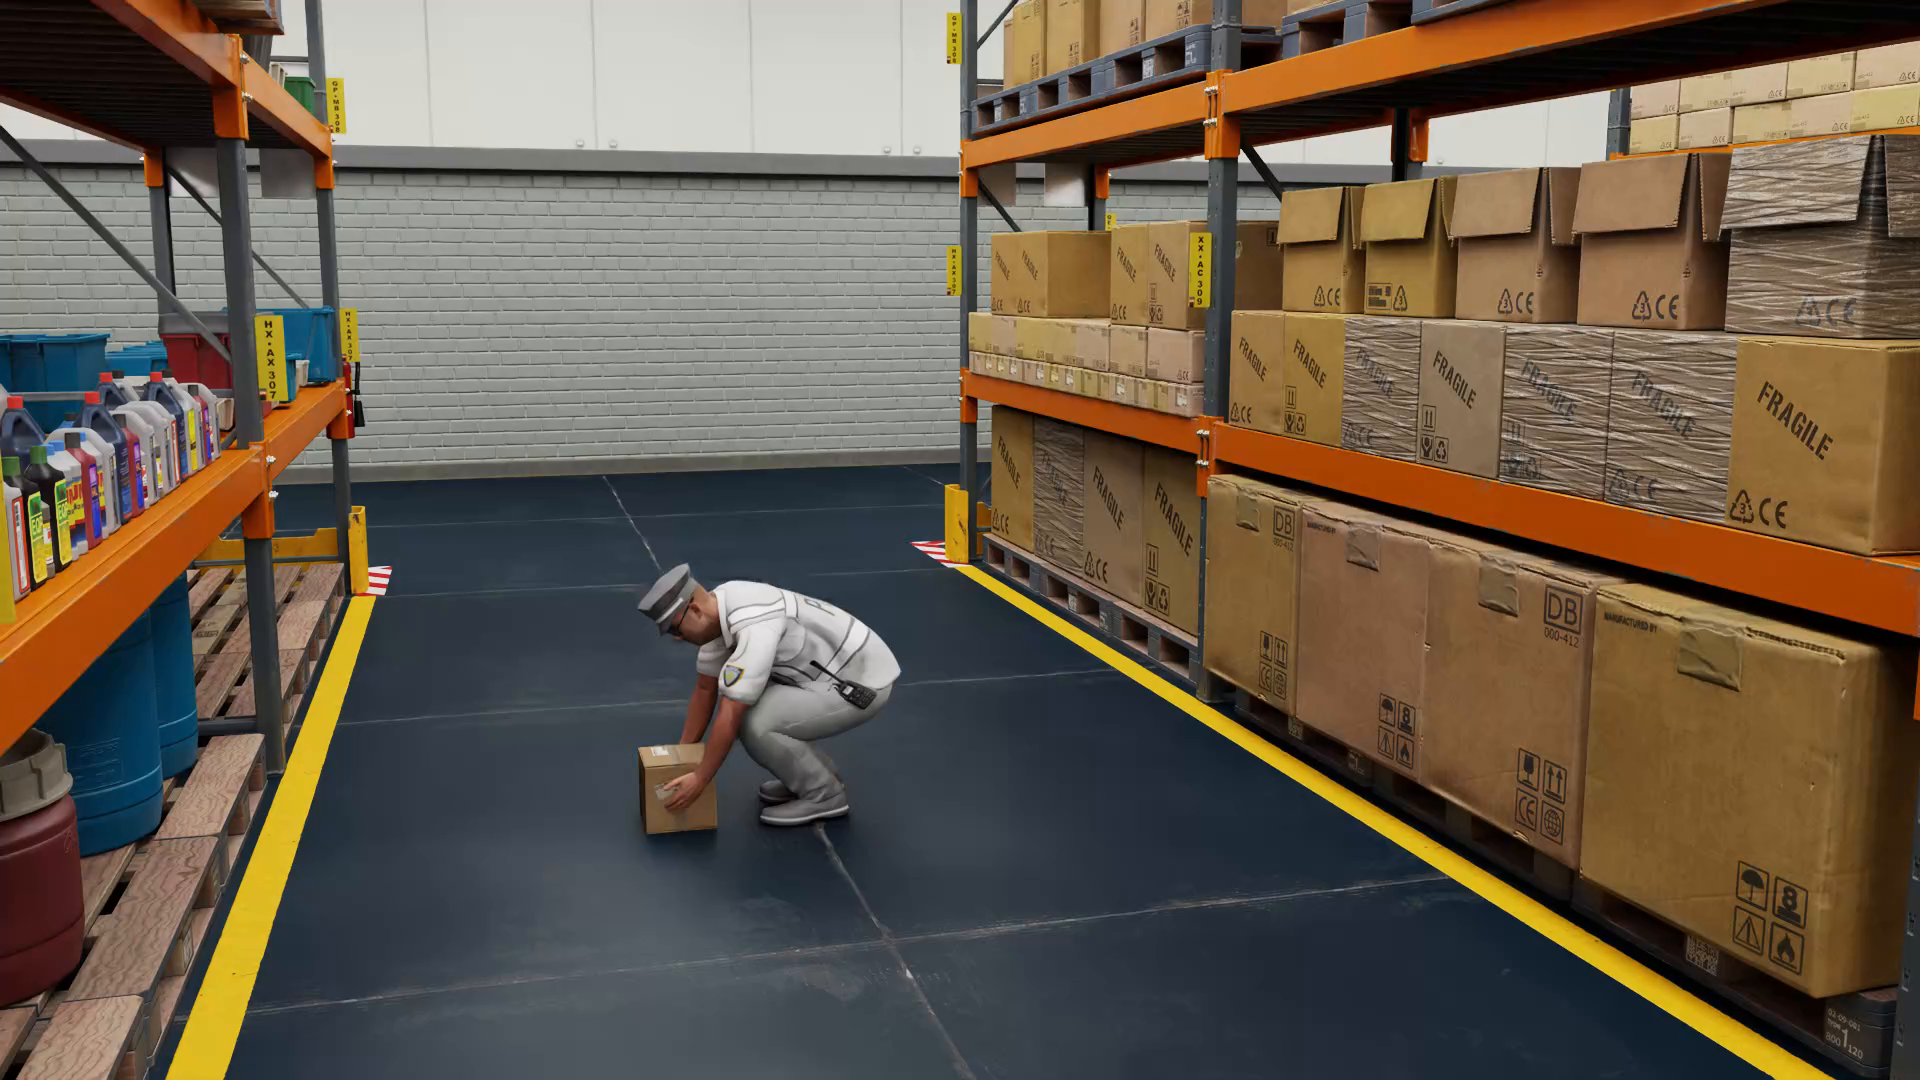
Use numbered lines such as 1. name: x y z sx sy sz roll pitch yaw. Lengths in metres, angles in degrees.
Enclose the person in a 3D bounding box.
1. person: -0.691 0.538 6.035 0.951 0.958 0.565 -3 10 -16
